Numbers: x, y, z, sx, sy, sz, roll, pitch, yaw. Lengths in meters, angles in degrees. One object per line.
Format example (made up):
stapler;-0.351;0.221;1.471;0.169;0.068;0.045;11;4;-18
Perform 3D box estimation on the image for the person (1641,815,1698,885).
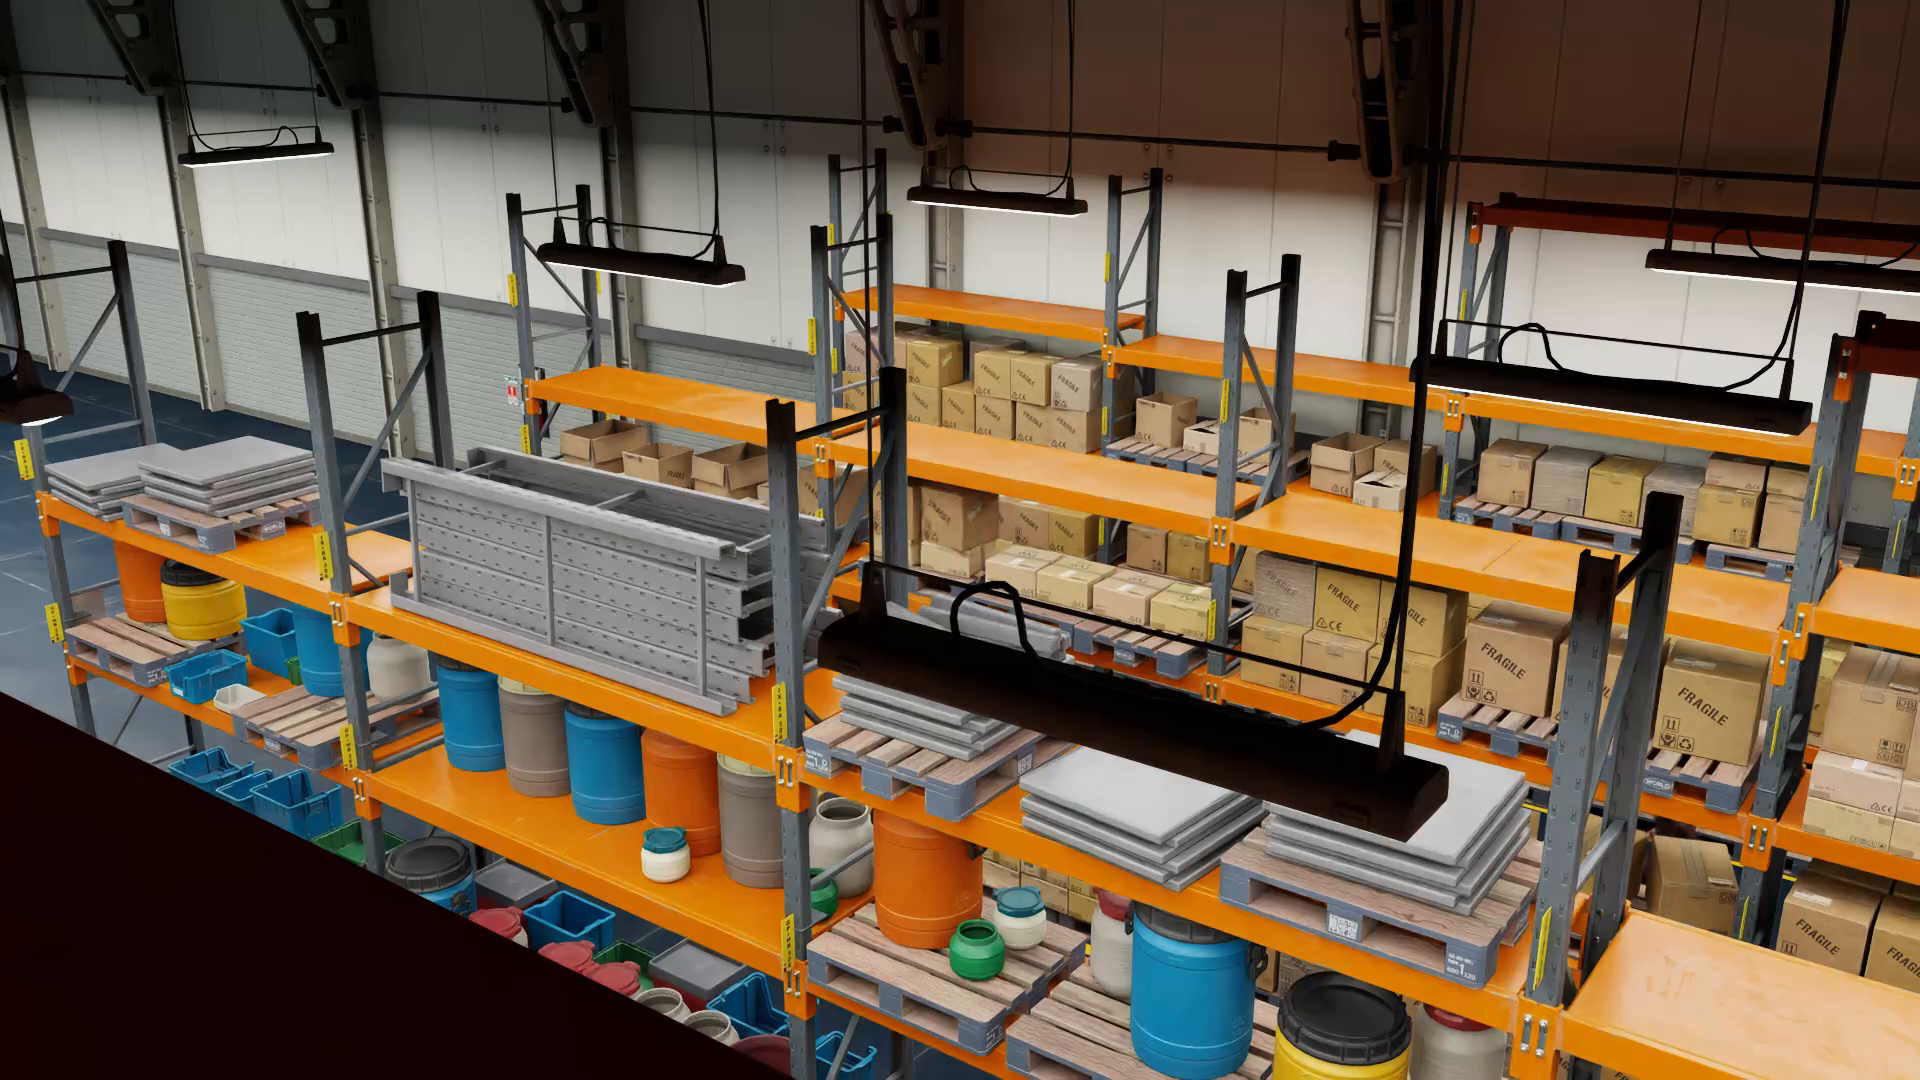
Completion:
person;6.225;2.709;14.392;0.662;1.688;0.722;17;25;41
